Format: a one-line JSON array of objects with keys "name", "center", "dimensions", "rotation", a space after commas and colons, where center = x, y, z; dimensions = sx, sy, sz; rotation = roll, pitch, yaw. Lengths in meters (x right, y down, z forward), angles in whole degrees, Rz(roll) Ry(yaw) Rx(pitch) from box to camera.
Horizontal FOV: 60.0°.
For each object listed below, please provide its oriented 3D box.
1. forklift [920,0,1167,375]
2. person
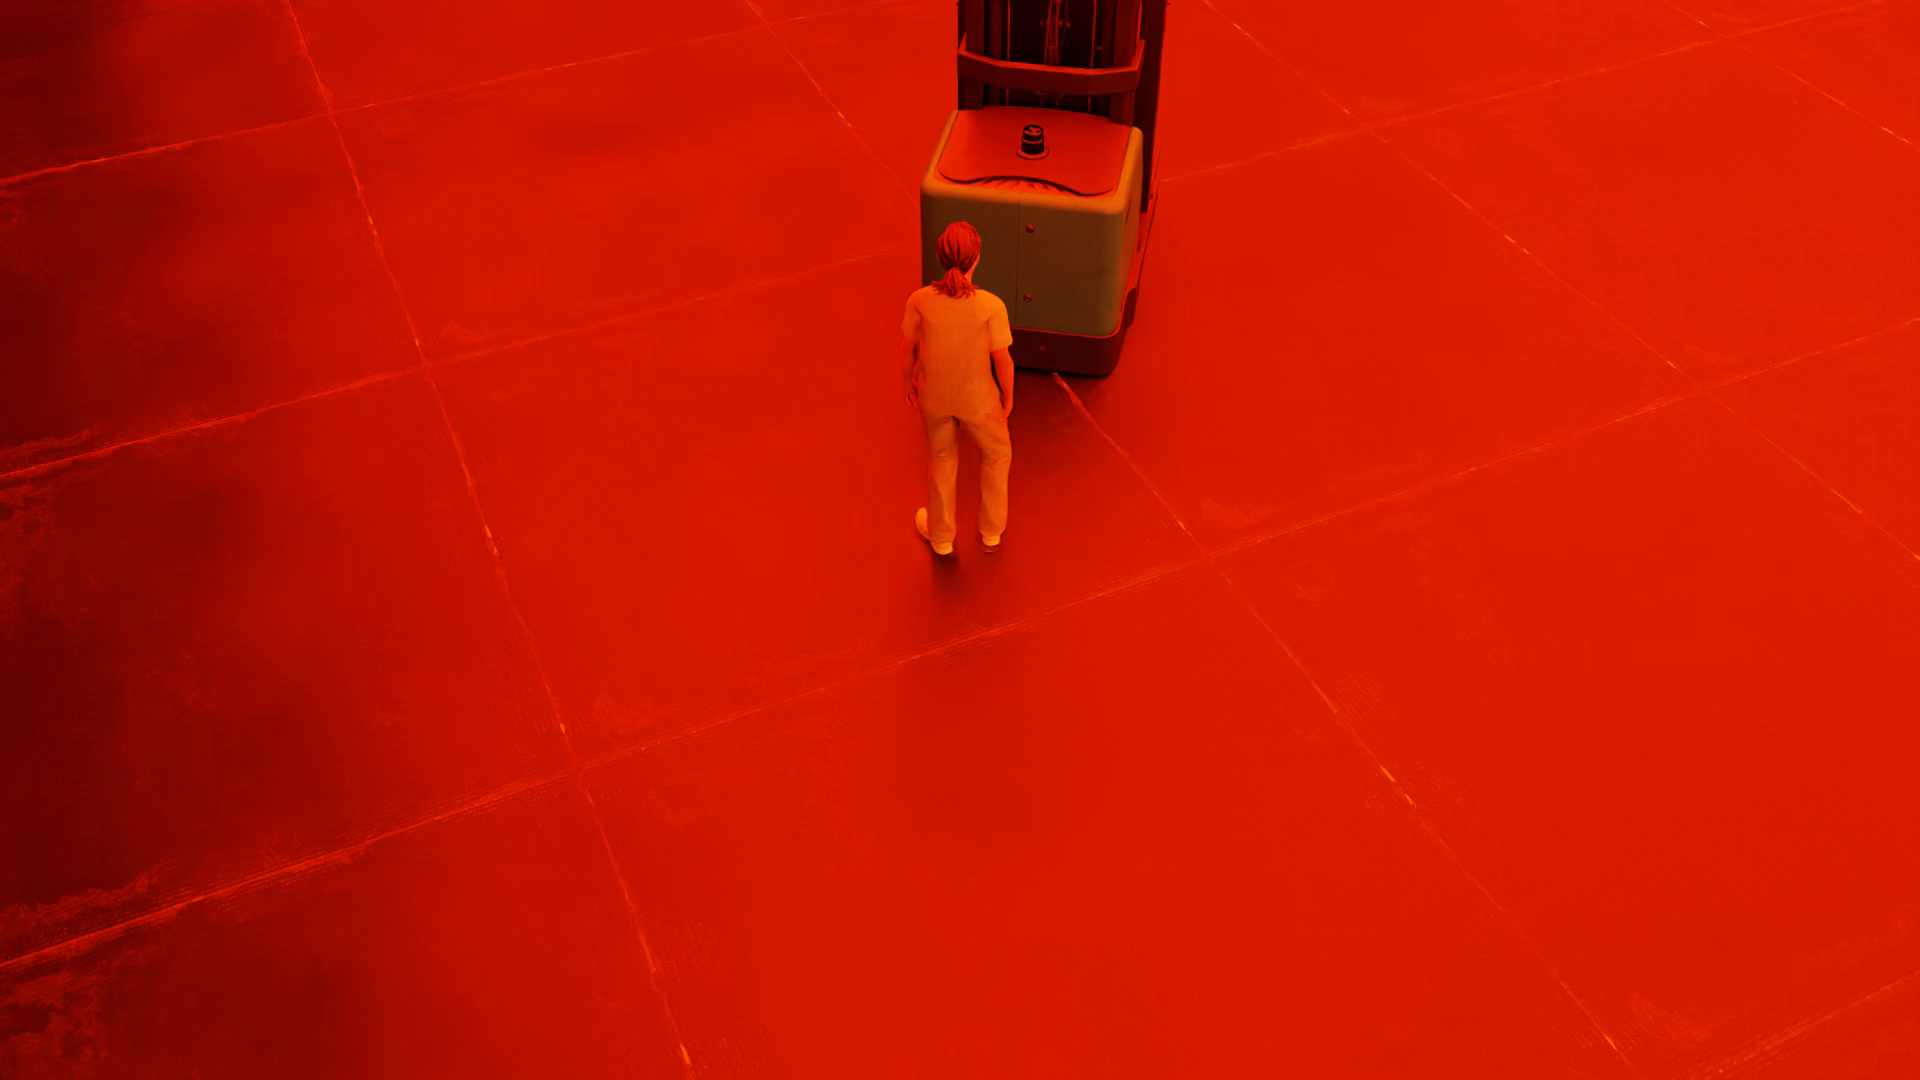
[{"name": "forklift", "center": [0.577, -2.945, 8.836], "dimensions": [1.130, 2.935, 3.031], "rotation": [8, 44, 8]}, {"name": "person", "center": [-0.002, -0.658, 7.316], "dimensions": [0.503, 1.665, 0.422], "rotation": [9, 44, 9]}]
